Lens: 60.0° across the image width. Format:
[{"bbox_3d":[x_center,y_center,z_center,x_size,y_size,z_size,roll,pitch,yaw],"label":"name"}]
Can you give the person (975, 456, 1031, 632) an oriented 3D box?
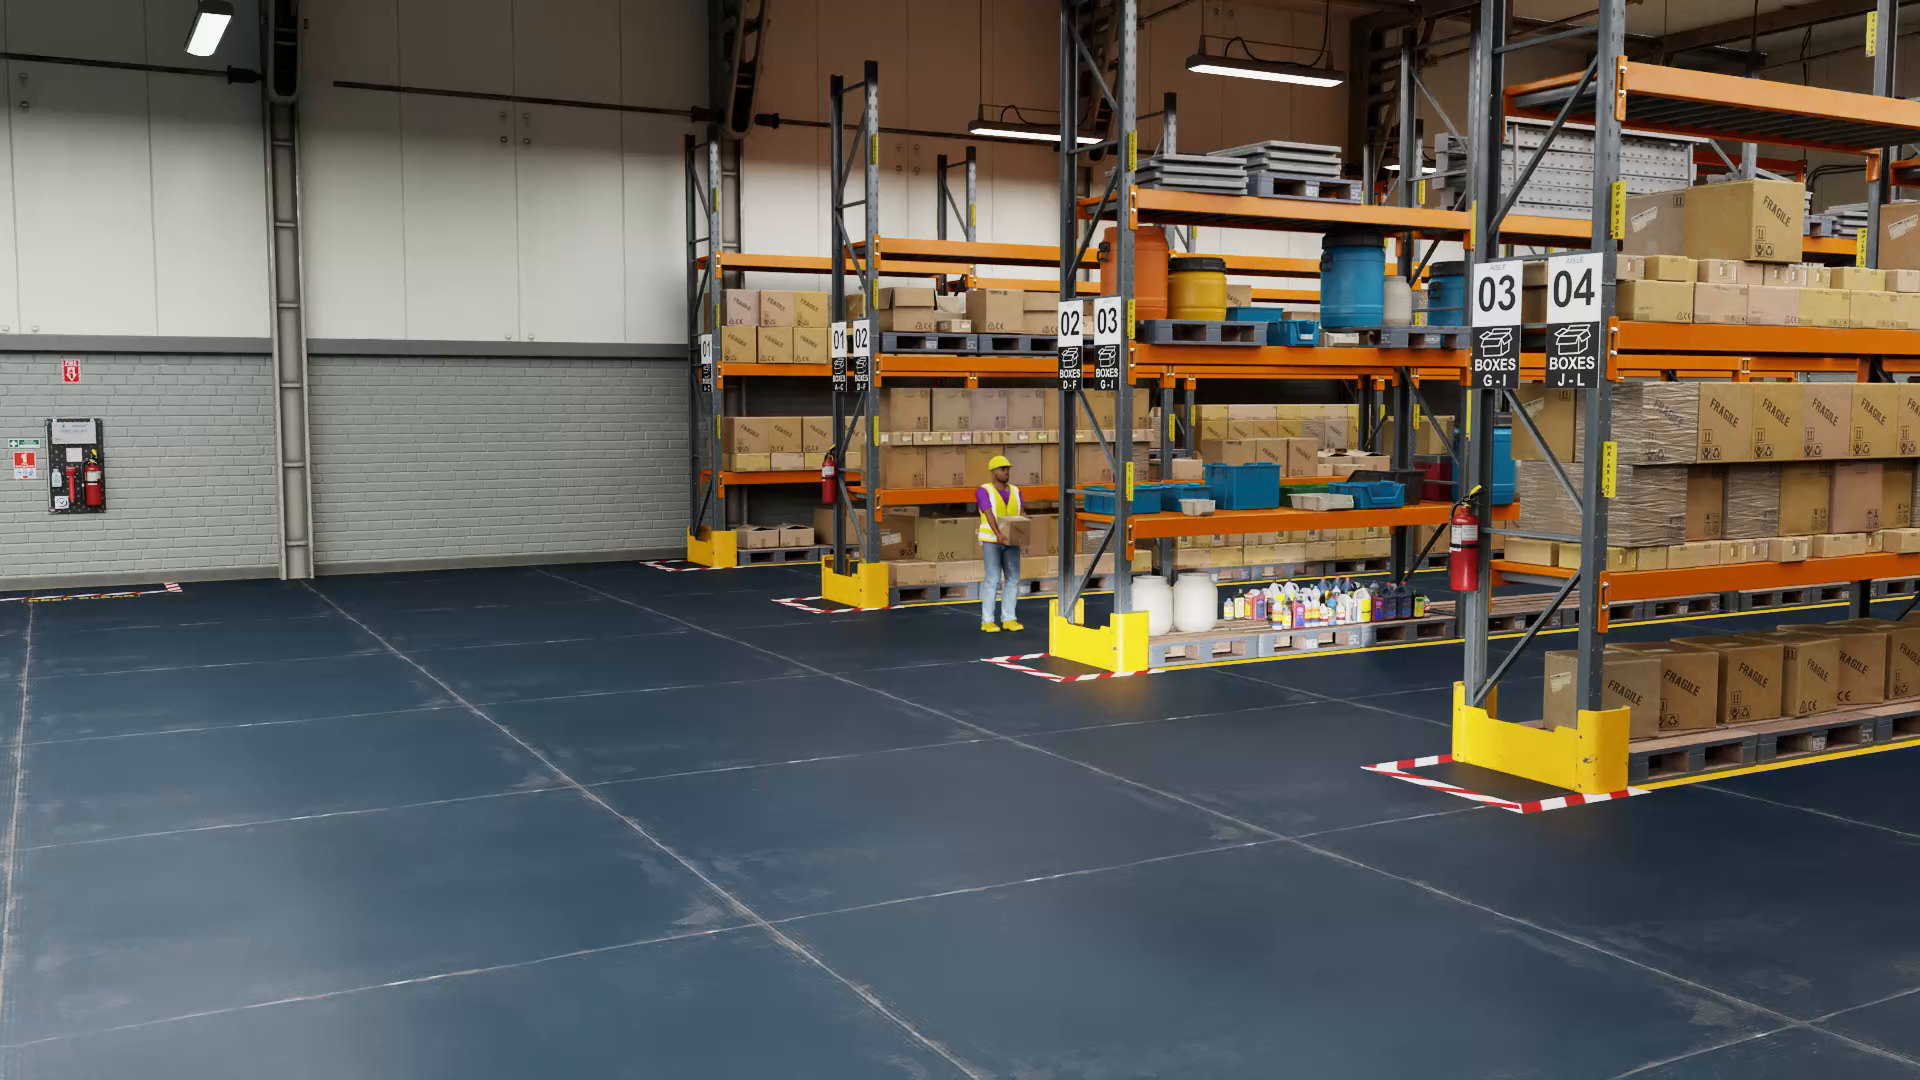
[{"bbox_3d":[0.464,0.041,16.682,0.503,1.760,0.587,-3,6,-28],"label":"person"}]
